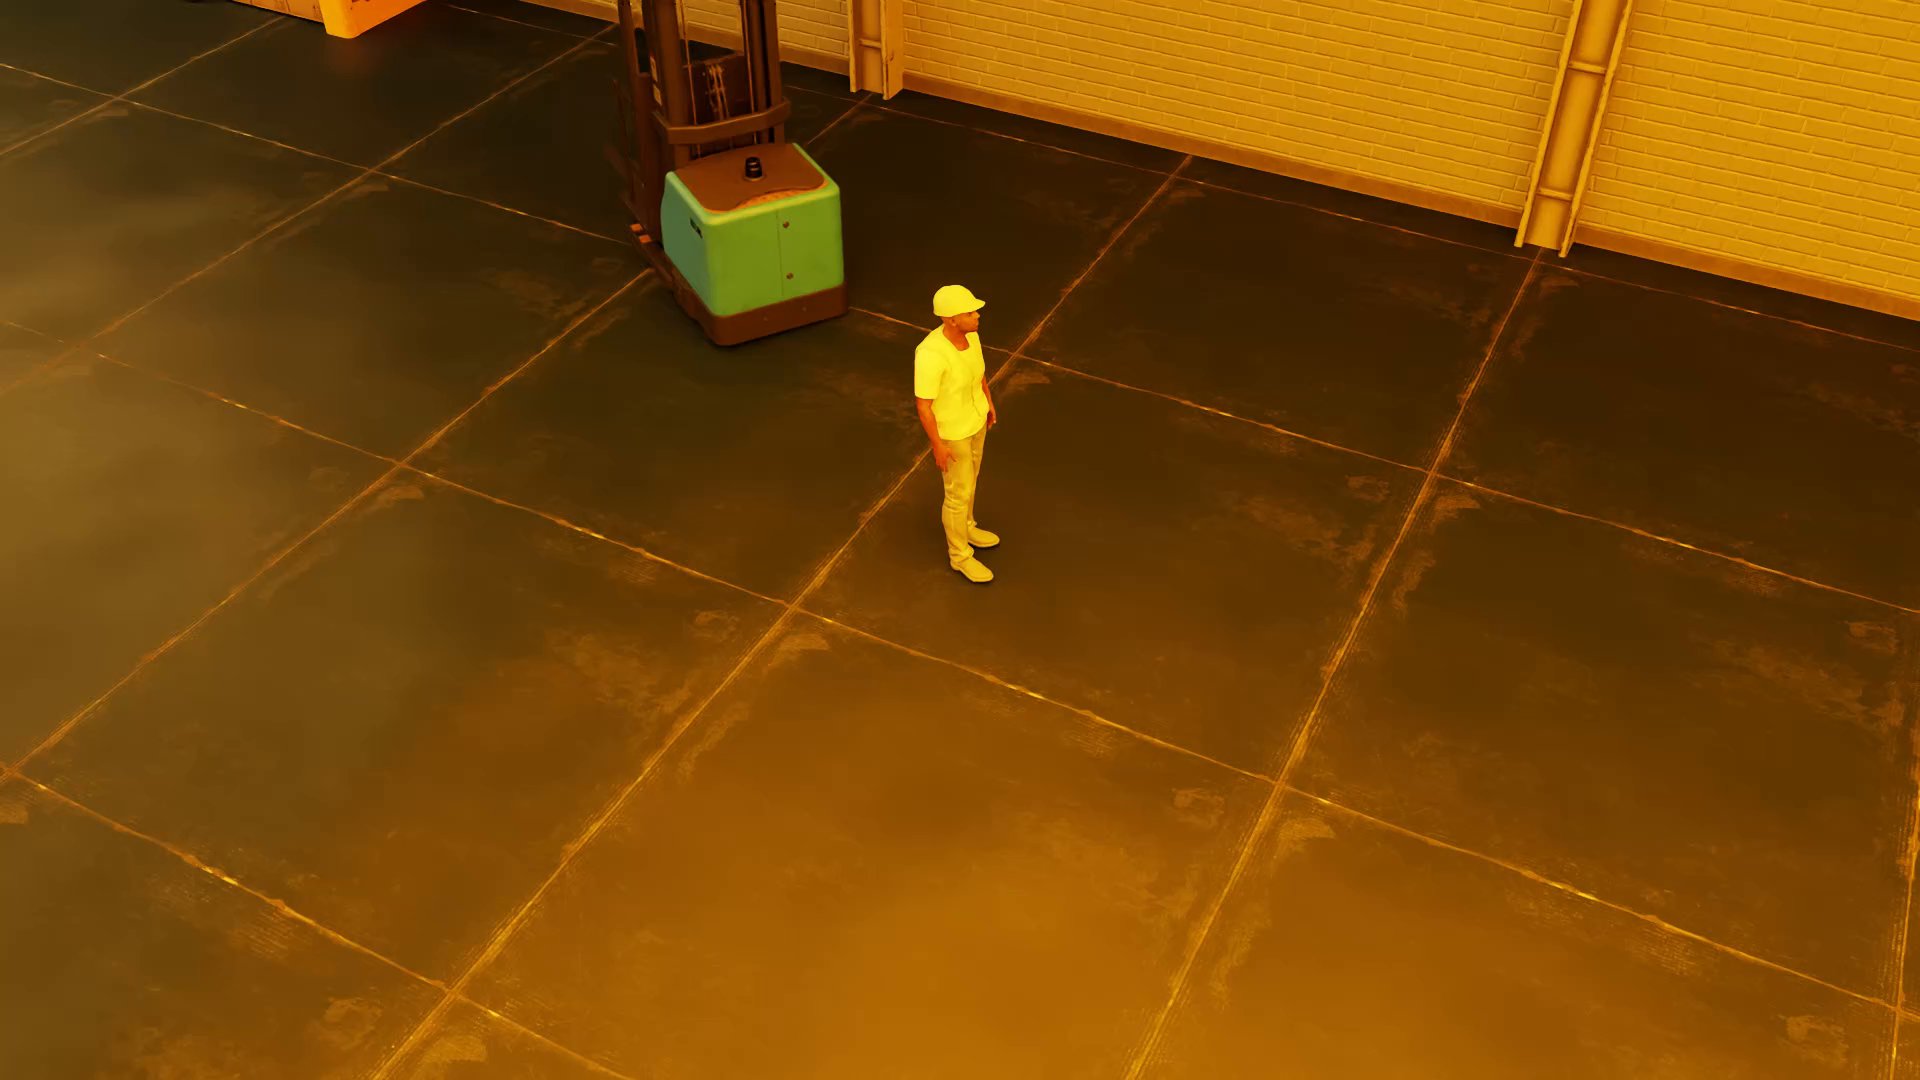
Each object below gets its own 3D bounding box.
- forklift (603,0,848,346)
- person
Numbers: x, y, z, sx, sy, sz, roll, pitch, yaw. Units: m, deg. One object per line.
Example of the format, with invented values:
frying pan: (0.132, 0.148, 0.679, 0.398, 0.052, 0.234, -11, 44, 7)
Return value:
forklift: (-1.952, -3.436, 12.066, 1.130, 2.935, 3.031, -19, 44, -21)
person: (0.058, -0.657, 9.659, 0.577, 1.765, 0.665, 18, 43, 21)
